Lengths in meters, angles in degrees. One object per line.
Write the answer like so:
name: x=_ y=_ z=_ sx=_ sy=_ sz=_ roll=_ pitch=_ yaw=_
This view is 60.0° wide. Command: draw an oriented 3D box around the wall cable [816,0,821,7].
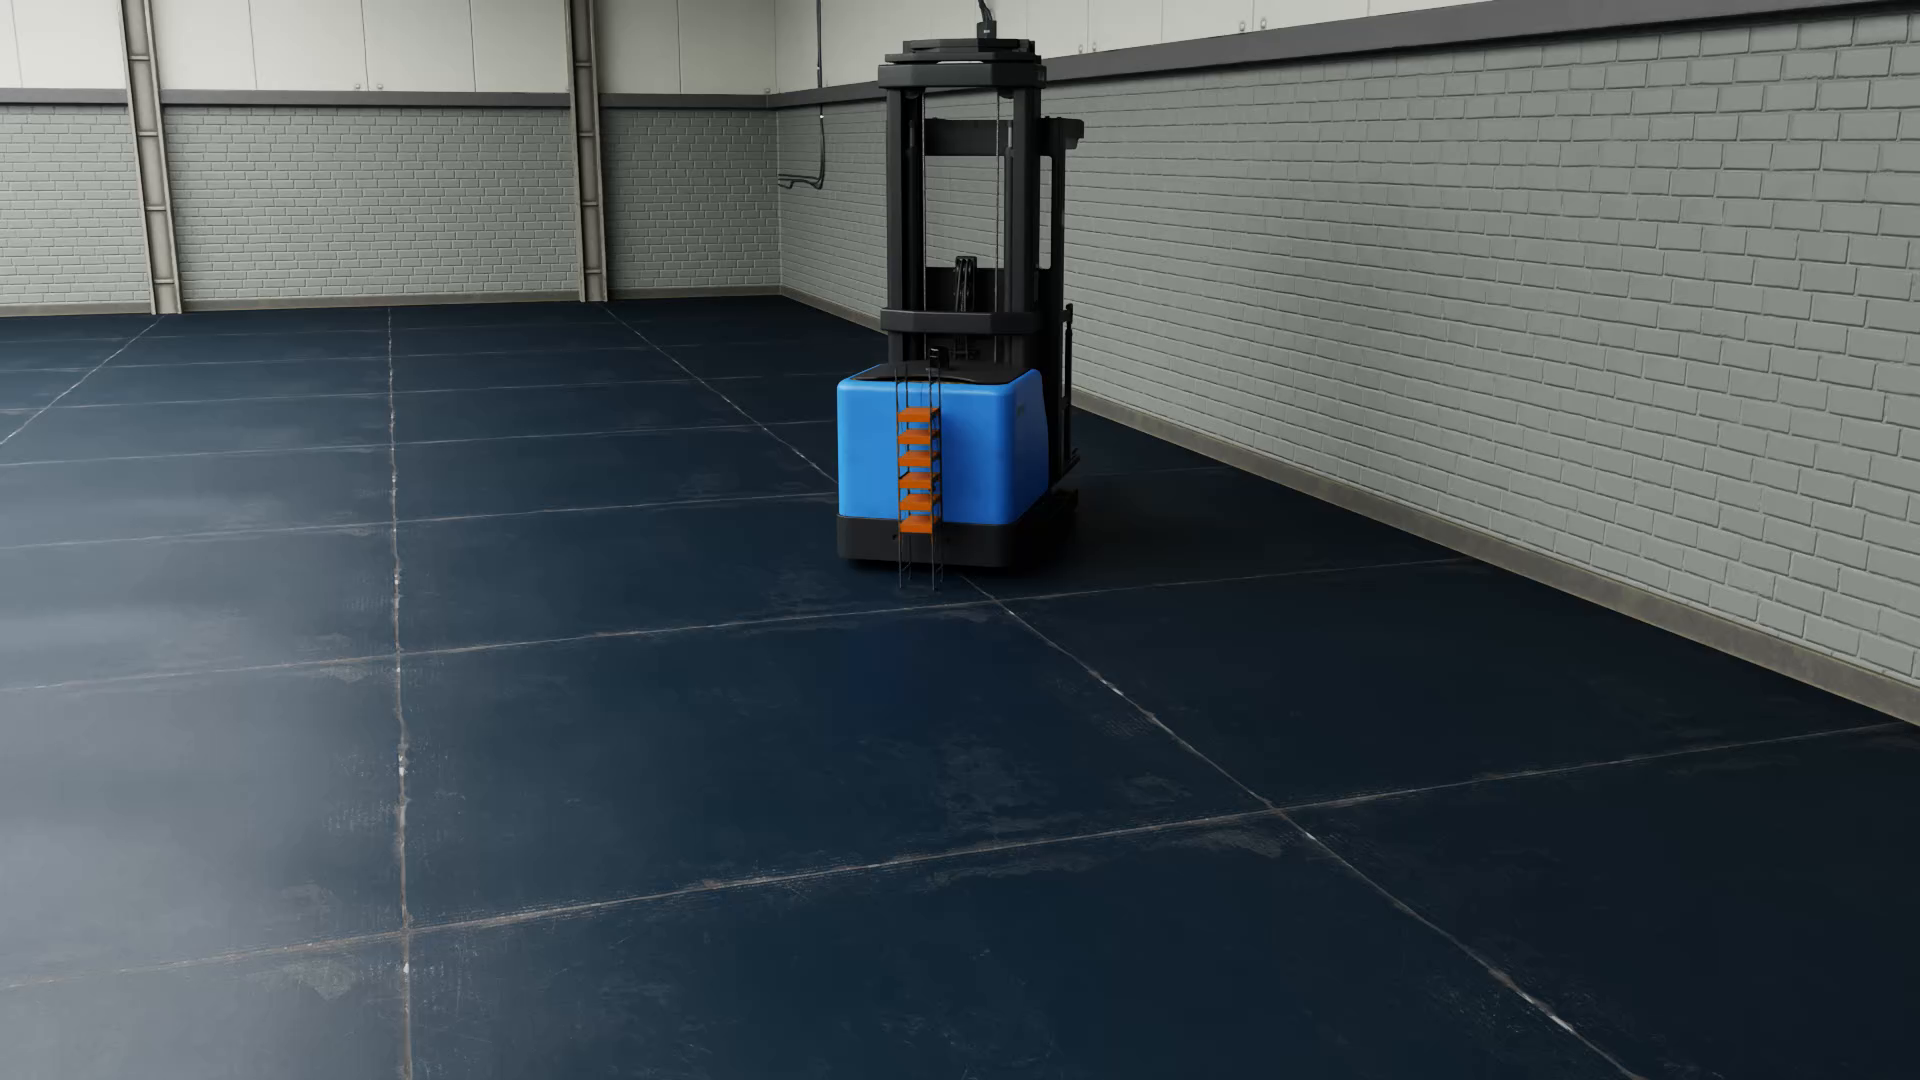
wall cable: x=-1.581 y=-8.355 z=21.618 sx=0.112 sy=2.526 sz=3.097 roll=-4 pitch=14 yaw=-18

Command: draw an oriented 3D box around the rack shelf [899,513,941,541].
rack shelf: x=-0.212 y=-0.067 z=9.054 sx=0.180 sy=0.103 sz=0.258 roll=2 pitch=14 yaw=12

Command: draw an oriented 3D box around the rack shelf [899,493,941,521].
rack shelf: x=-0.214 y=-0.184 z=9.027 sx=0.180 sy=0.103 sz=0.258 roll=2 pitch=14 yaw=12

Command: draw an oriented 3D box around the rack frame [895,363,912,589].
rack frame: x=-0.305 y=-0.347 z=9.008 sx=0.006 sy=1.200 sz=0.240 roll=2 pitch=14 yaw=12

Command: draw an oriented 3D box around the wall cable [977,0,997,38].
wall cable: x=0.569 y=-7.573 z=15.186 sx=0.169 sy=6.003 sz=2.305 roll=-4 pitch=14 yaw=-18

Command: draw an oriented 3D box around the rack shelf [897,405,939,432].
rack shelf: x=-0.220 y=-0.651 z=8.917 sx=0.180 sy=0.103 sz=0.258 roll=2 pitch=14 yaw=12

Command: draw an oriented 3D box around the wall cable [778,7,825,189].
wall cable: x=-2.443 y=-6.491 z=24.697 sx=0.112 sy=2.526 sz=3.097 roll=-4 pitch=14 yaw=-18

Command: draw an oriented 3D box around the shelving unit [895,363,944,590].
shelving unit: x=-0.216 y=-0.344 z=8.989 sx=0.189 sy=1.200 sz=0.258 roll=2 pitch=14 yaw=12

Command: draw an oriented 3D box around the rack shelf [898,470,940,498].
rack shelf: x=-0.215 y=-0.300 z=8.999 sx=0.180 sy=0.103 sz=0.258 roll=2 pitch=14 yaw=12

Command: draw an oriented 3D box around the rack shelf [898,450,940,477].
rack shelf: x=-0.217 y=-0.417 z=8.972 sx=0.180 sy=0.103 sz=0.258 roll=2 pitch=14 yaw=12

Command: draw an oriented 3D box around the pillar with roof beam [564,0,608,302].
pillar with roof beam: x=-4.284 y=-7.130 z=20.674 sx=0.400 sy=9.000 sz=9.100 roll=-4 pitch=14 yaw=-18

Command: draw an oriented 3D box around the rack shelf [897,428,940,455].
rack shelf: x=-0.219 y=-0.534 z=8.944 sx=0.180 sy=0.103 sz=0.258 roll=2 pitch=14 yaw=12

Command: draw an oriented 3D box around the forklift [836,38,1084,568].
forklift: x=0.151 y=-1.567 z=10.397 sx=1.130 sy=2.935 sz=3.031 roll=3 pitch=14 yaw=14

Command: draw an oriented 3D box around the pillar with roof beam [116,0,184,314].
pillar with roof beam: x=-9.971 y=-6.688 z=18.812 sx=0.400 sy=9.000 sz=9.100 roll=-4 pitch=14 yaw=-18

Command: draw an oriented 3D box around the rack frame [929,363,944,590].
rack frame: x=-0.127 y=-0.340 z=8.970 sx=0.006 sy=1.200 sz=0.240 roll=2 pitch=14 yaw=12
